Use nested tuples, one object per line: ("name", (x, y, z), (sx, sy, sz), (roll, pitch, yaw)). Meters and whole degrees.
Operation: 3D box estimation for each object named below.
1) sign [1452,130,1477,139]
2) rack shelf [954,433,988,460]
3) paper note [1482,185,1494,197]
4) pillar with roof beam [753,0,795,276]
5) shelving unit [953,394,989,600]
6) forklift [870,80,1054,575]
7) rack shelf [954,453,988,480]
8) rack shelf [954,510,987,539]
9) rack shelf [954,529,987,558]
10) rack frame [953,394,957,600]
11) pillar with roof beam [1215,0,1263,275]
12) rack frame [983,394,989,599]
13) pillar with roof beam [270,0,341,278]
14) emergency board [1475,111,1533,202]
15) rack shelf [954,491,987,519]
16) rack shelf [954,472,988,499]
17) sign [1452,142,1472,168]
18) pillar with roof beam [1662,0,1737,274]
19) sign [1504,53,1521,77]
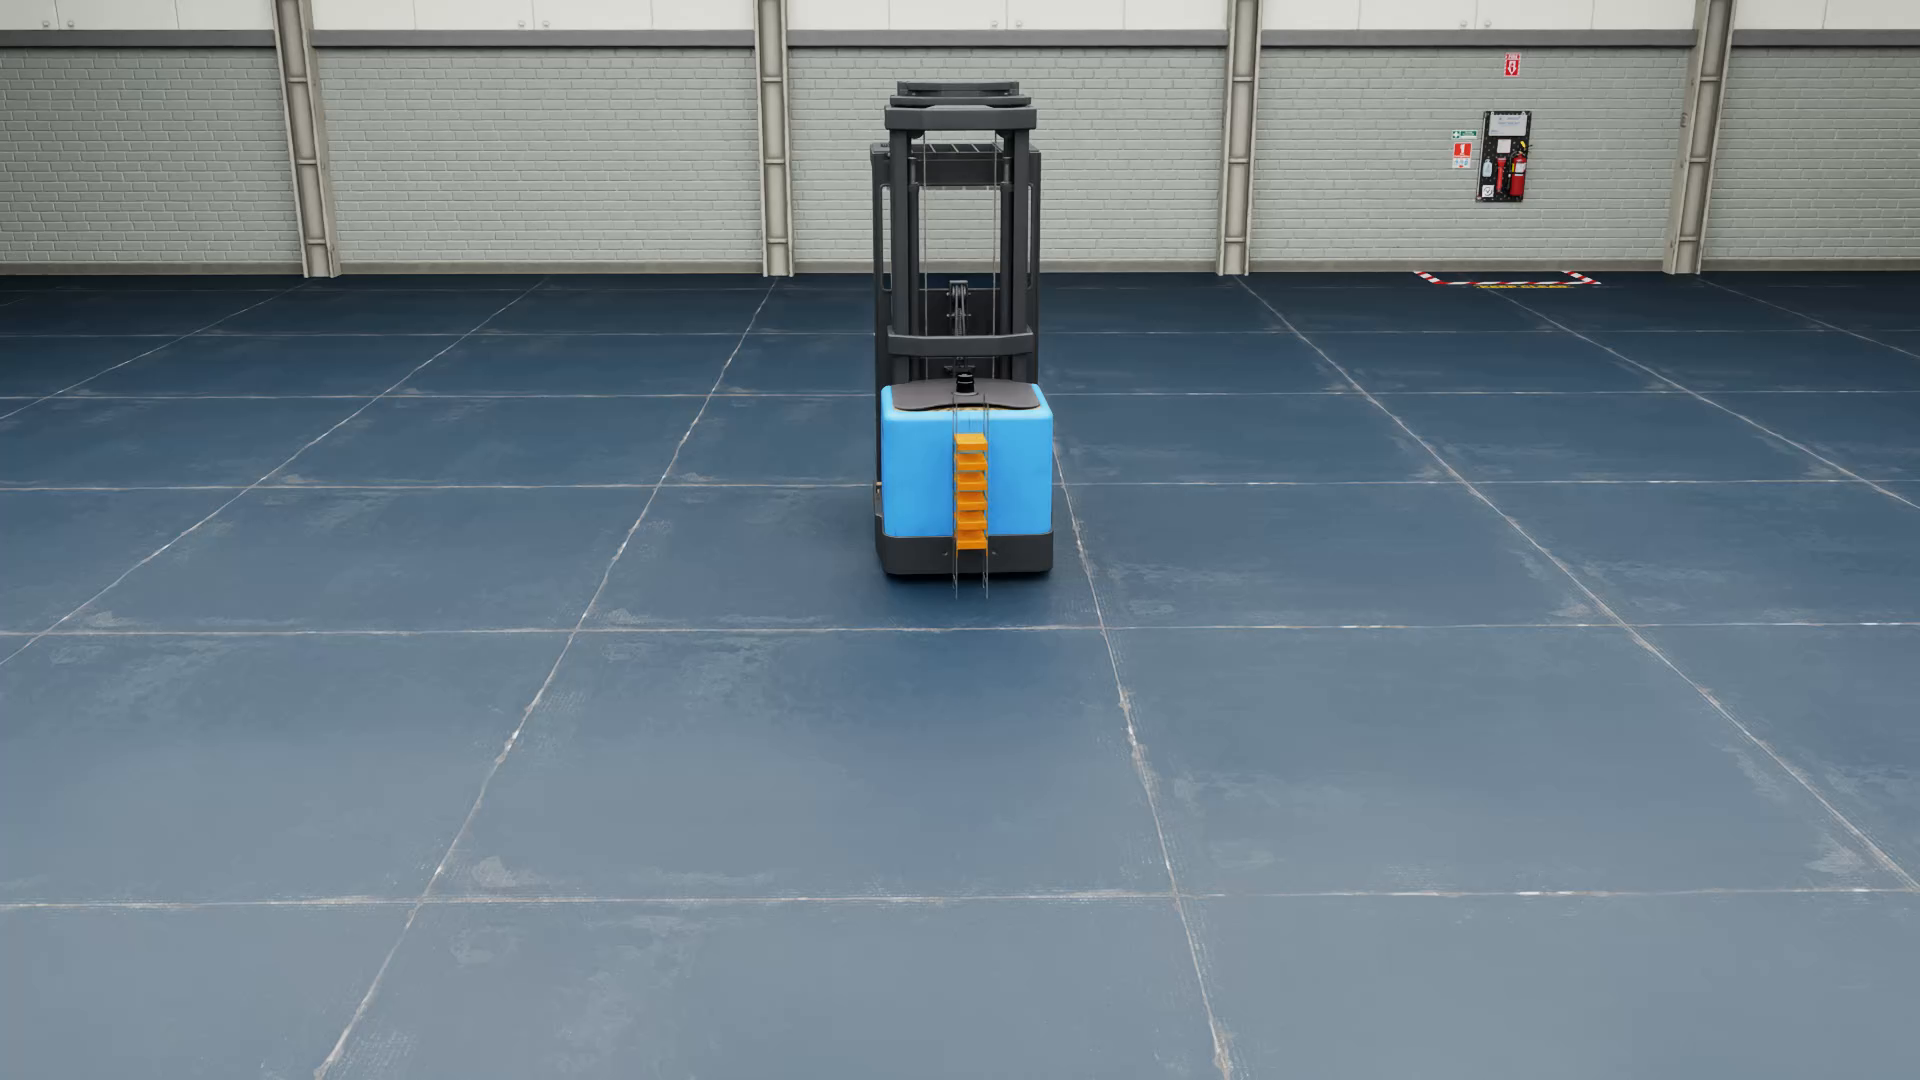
("sign", (6.586, -5.292, 21.708), (0.331, 0.109, 0.001), (0, 18, -1))
("rack shelf", (0.061, -0.554, 9.779), (0.180, 0.103, 0.258), (-2, 18, -5))
("paper note", (6.958, -4.597, 21.910), (0.142, 0.148, 0.016), (0, 18, -1))
("pillar with roof beam", (-2.323, -6.481, 16.518), (0.400, 9.000, 9.100), (0, 18, -1))
("shelving unit", (0.061, -0.254, 9.875), (0.189, 1.200, 0.258), (-2, 18, -5))
("forklift", (-0.040, -1.585, 11.191), (1.130, 2.935, 3.031), (-1, 18, -4))
("rack shelf", (0.061, -0.440, 9.815), (0.180, 0.103, 0.258), (-2, 18, -5))
("rack shelf", (0.061, -0.097, 9.925), (0.180, 0.103, 0.258), (-2, 18, -5))
("rack shelf", (0.061, 0.017, 9.962), (0.180, 0.103, 0.258), (-2, 18, -5))
("rack frame", (-0.030, -0.252, 9.867), (0.006, 1.200, 0.240), (-2, 18, -5))
("pillar with roof beam", (3.676, -6.510, 16.608), (0.400, 9.000, 9.100), (0, 18, -1))
("rack frame", (0.152, -0.256, 9.883), (0.006, 1.200, 0.240), (-2, 18, -5))
("pillar with roof beam", (-8.322, -6.452, 16.428), (0.400, 9.000, 9.100), (0, 18, -1))
("emergency board", (7.136, -4.997, 21.713), (0.643, 1.169, 0.194), (0, 18, -1))
("rack shelf", (0.061, -0.212, 9.889), (0.180, 0.103, 0.258), (-2, 18, -5))
("rack shelf", (0.061, -0.326, 9.852), (0.180, 0.103, 0.258), (-2, 18, -5))
("sign", (6.582, -5.042, 21.797), (0.234, 0.329, 0.001), (0, 18, -1))
("pillar with roof beam", (9.676, -6.539, 16.698), (0.400, 9.000, 9.100), (0, 18, -1))
("sign", (7.126, -6.131, 21.453), (0.199, 0.298, 0.001), (0, 18, -1))
